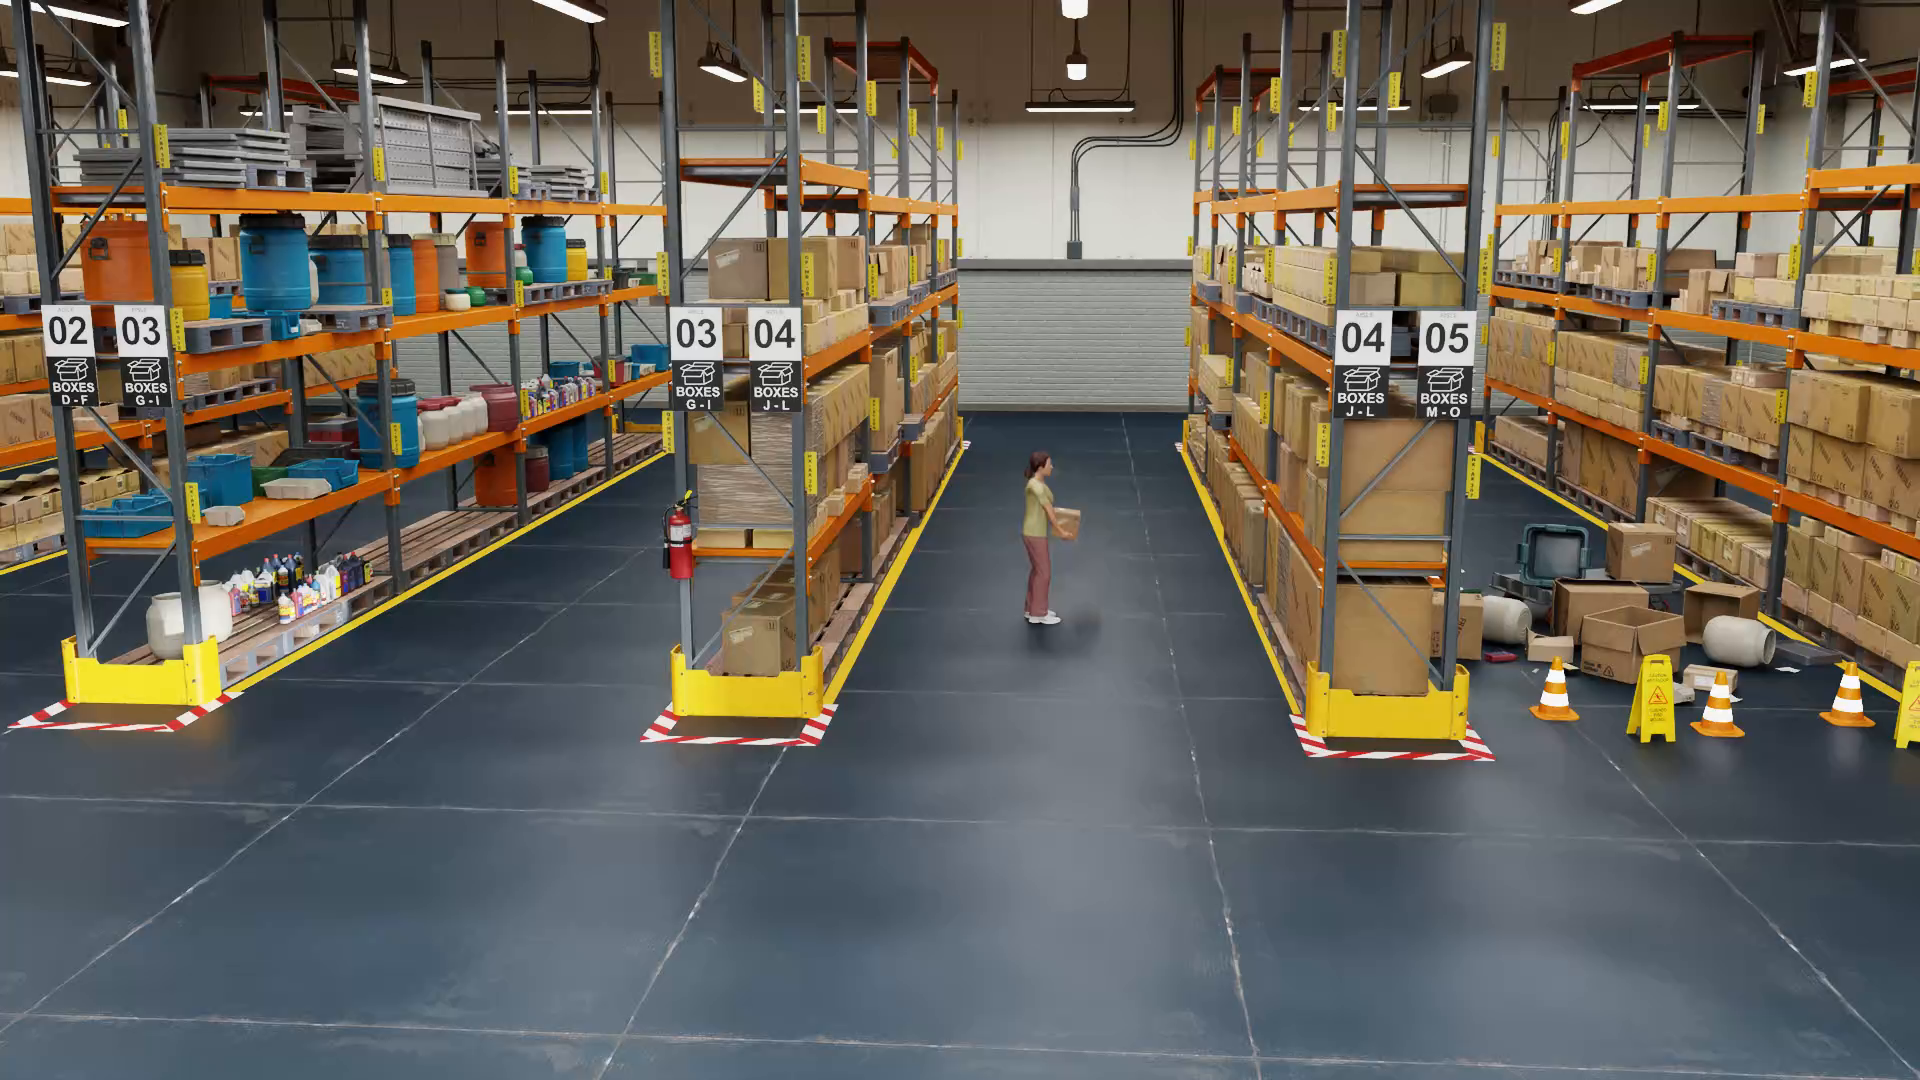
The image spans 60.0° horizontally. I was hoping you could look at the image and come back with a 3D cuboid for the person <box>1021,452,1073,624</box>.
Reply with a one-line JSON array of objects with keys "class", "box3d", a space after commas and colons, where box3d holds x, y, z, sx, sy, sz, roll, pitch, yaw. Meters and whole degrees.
[{"class": "person", "box3d": [0.845, -0.029, 16.116, 0.503, 1.668, 0.407, 1, 11, 3]}]
